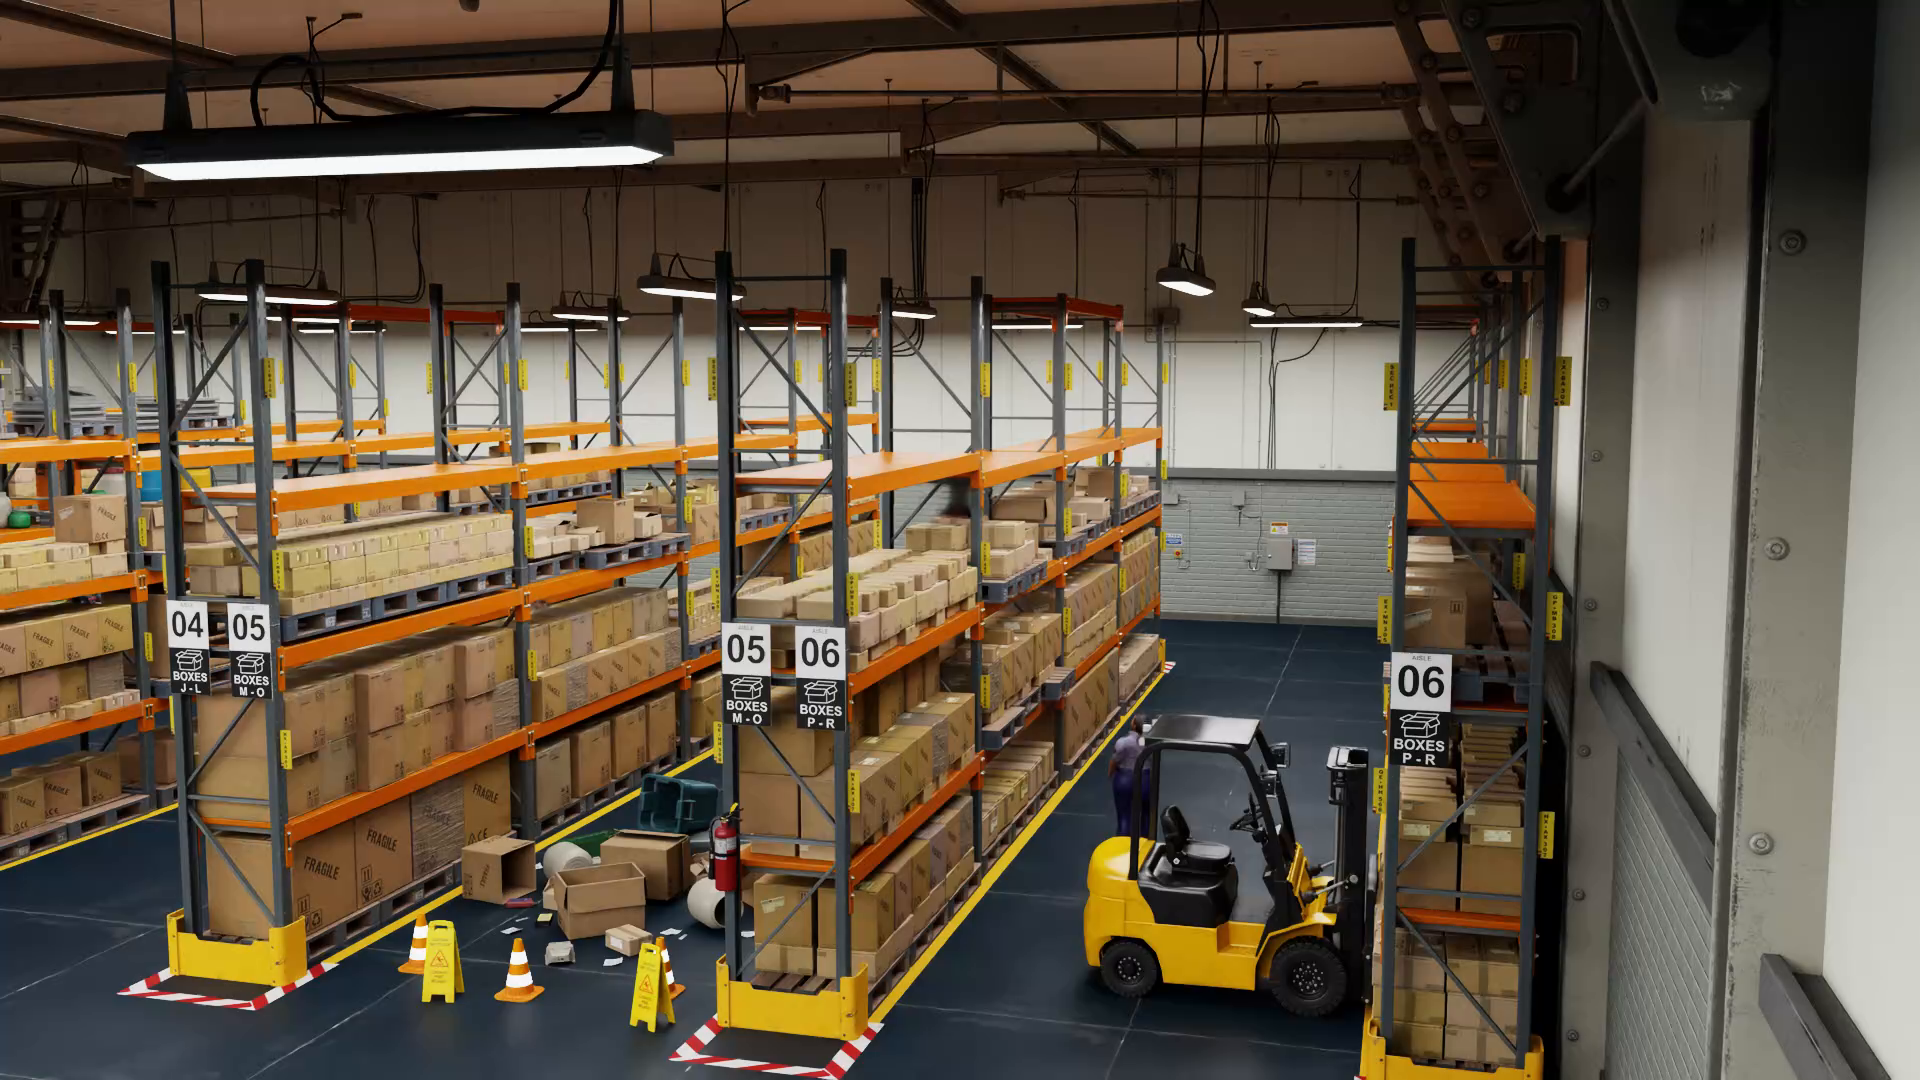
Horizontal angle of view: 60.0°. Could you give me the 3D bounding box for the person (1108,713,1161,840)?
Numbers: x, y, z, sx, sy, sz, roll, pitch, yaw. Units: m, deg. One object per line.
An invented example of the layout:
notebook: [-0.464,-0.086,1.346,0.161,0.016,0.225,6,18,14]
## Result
person: [1.791,2.554,17.159,0.576,1.630,0.743,1,6,12]

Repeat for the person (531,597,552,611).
person: [-6.342,1.577,25.512,0.447,1.774,0.646,1,6,12]
